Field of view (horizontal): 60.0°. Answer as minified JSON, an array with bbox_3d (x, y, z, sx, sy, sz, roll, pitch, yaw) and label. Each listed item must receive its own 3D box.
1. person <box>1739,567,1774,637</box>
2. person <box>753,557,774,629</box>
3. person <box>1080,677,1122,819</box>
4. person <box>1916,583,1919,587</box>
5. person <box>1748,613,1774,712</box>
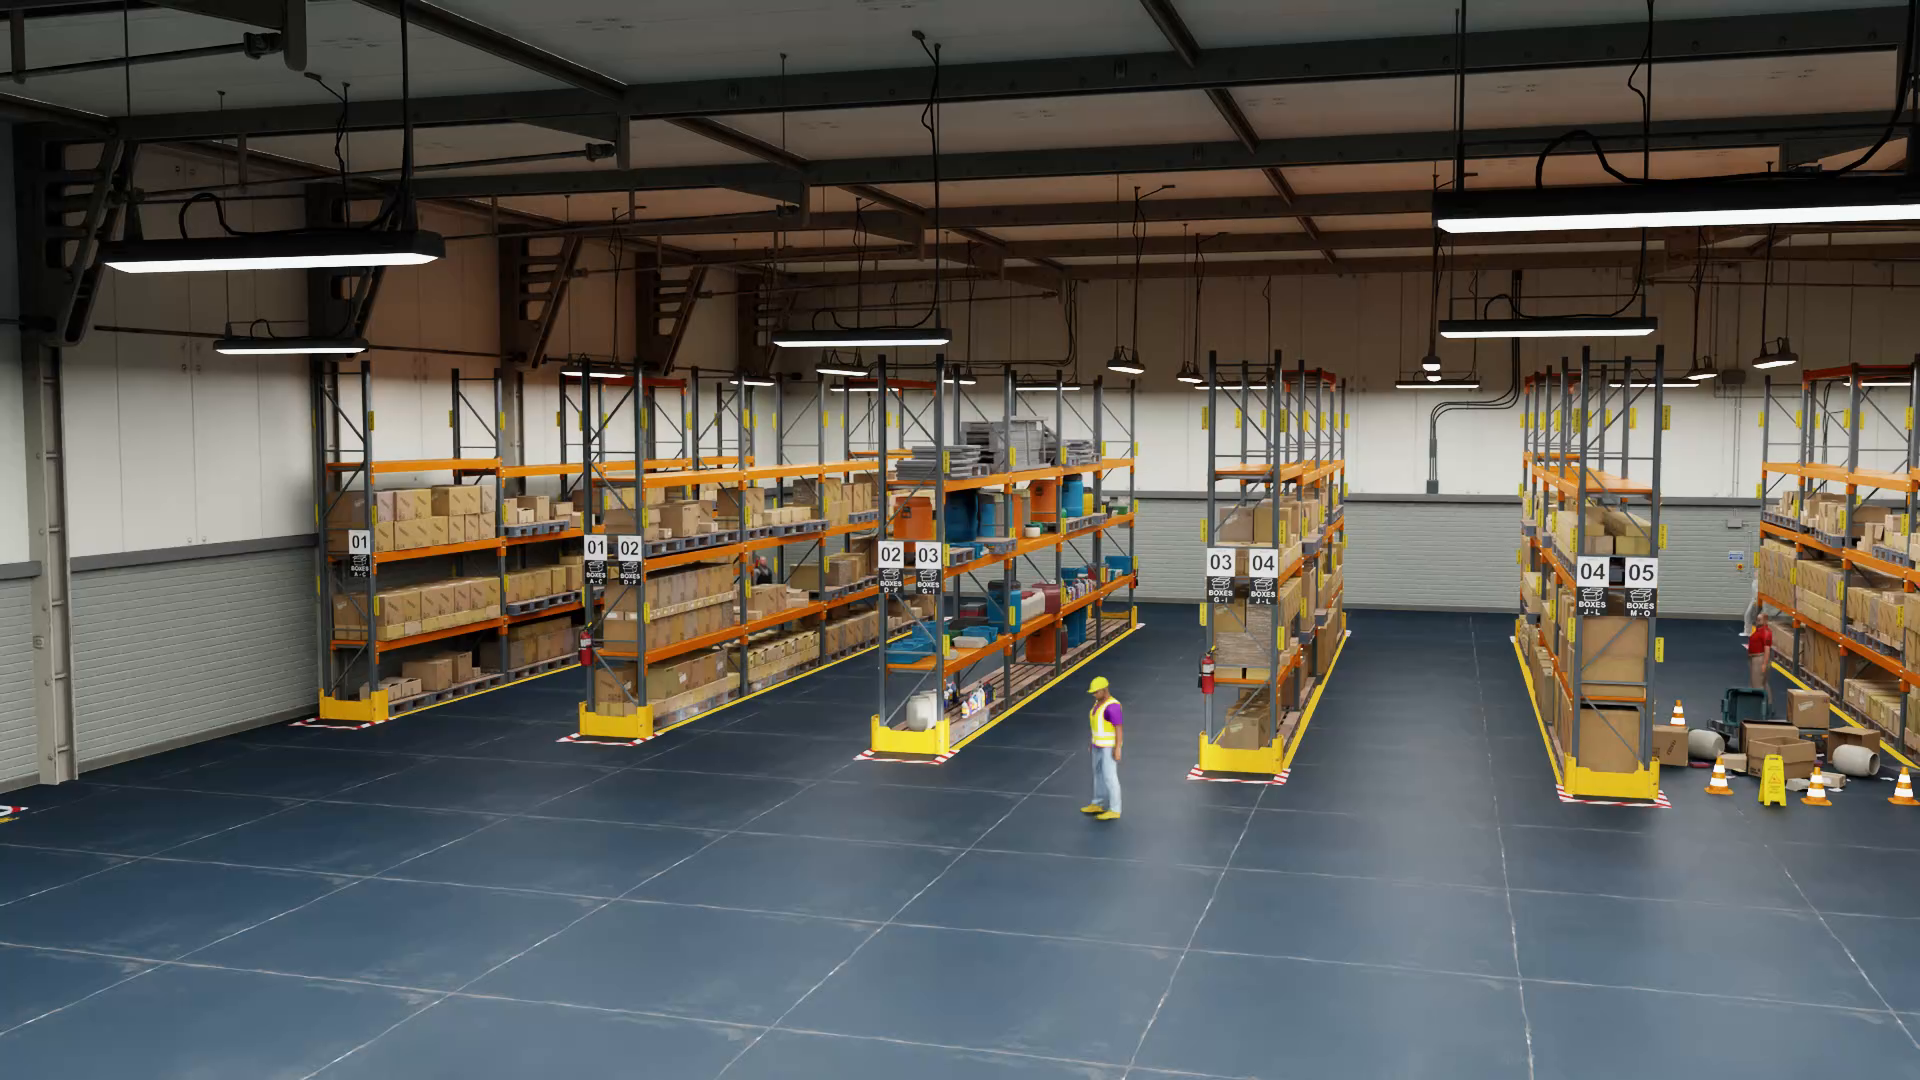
[{"bbox_3d":[18.496,1.433,38.416,0.908,1.622,0.476,0,4,1],"label":"person"},{"bbox_3d":[-4.724,1.265,40.401,0.477,1.729,0.568,2,5,30],"label":"person"},{"bbox_3d":[1.785,2.608,21.092,0.435,1.763,0.646,-1,4,-19],"label":"person"},{"bbox_3d":[18.940,1.752,33.047,0.480,1.792,0.600,2,5,30],"label":"person"},{"bbox_3d":[13.724,2.111,28.528,0.455,1.729,0.572,3,5,34],"label":"person"}]
